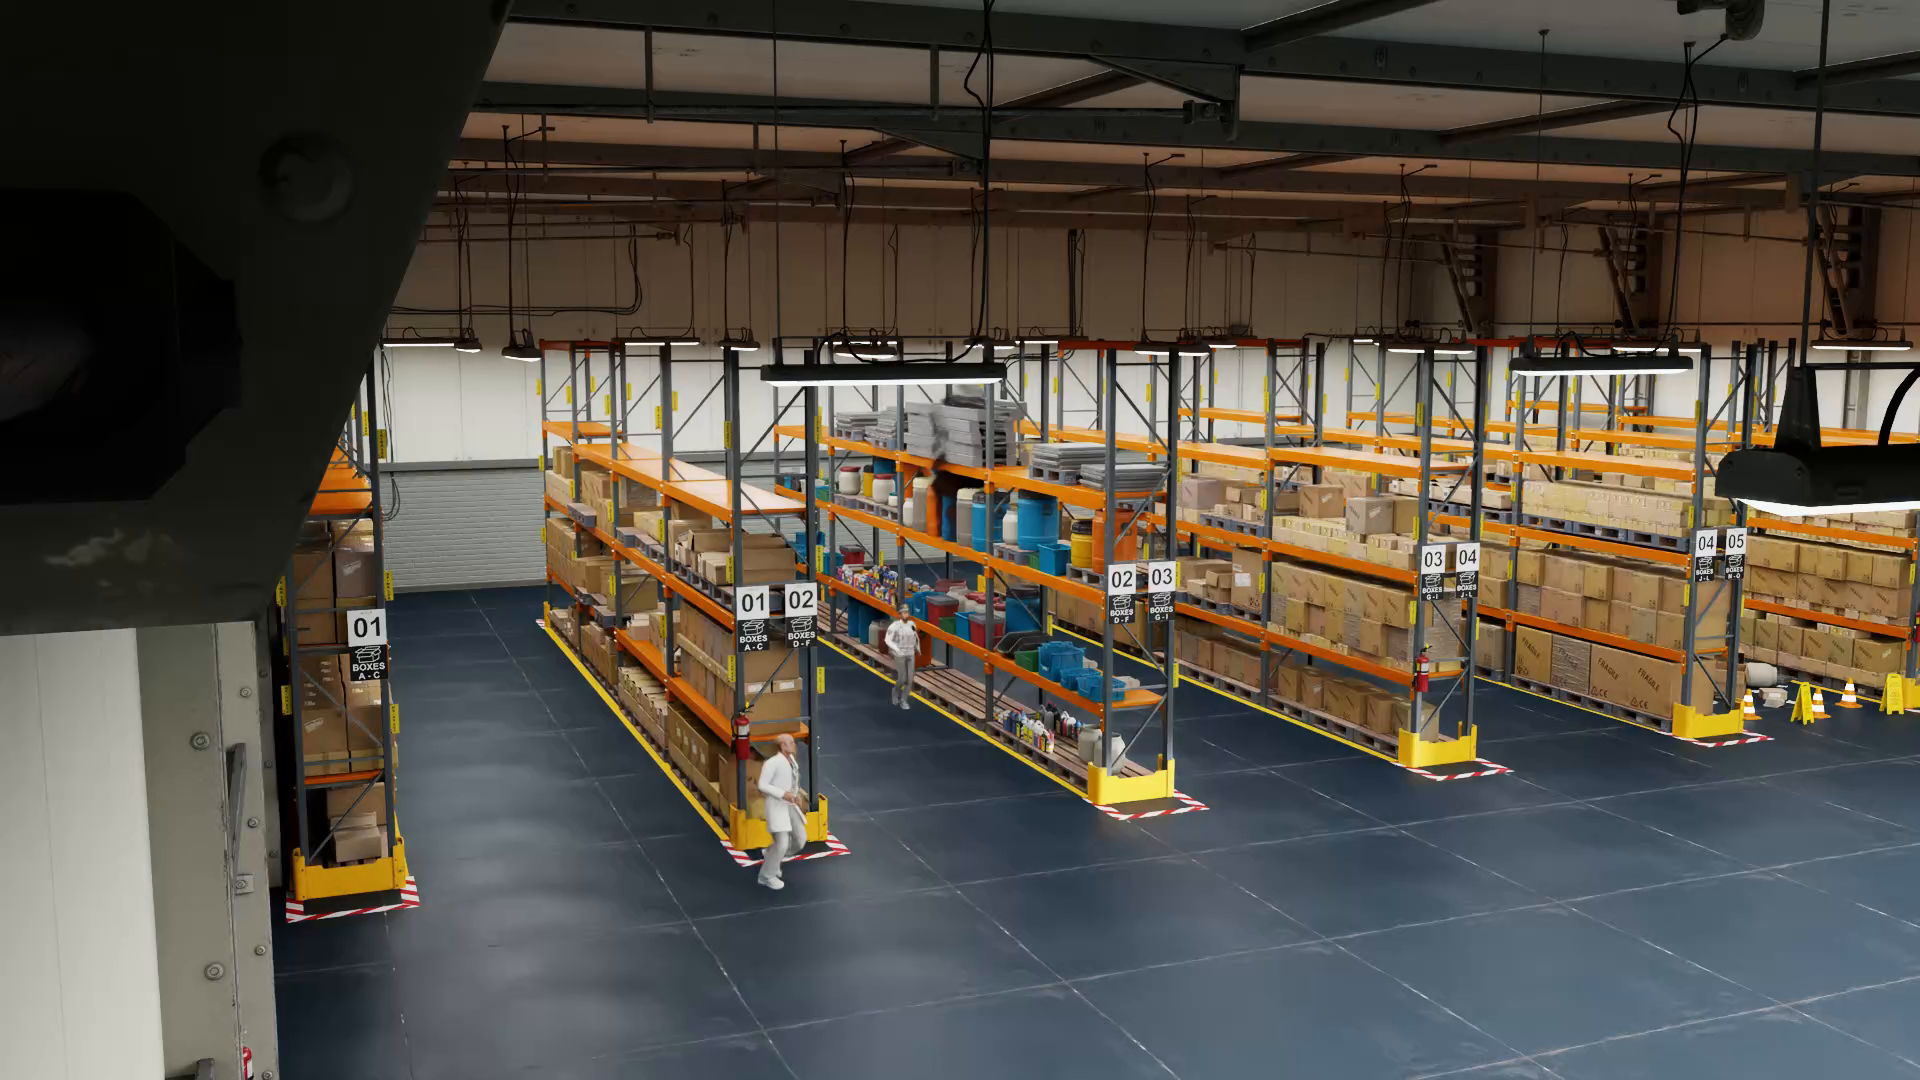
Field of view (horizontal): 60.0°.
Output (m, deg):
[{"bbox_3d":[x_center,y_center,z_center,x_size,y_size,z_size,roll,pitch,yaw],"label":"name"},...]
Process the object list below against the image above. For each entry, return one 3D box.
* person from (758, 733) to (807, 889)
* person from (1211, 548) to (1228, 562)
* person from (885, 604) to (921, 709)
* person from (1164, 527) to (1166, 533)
[{"bbox_3d":[-1.985,3.046,18.882,0.610,1.703,0.714,4,9,31],"label":"person"},{"bbox_3d":[6.485,0.048,41.980,0.625,1.698,0.657,-3,8,-19],"label":"person"},{"bbox_3d":[-0.879,1.823,26.188,0.609,1.654,0.493,-4,8,-29],"label":"person"},{"bbox_3d":[5.165,0.103,41.714,0.690,1.596,0.719,0,7,-3],"label":"person"}]
